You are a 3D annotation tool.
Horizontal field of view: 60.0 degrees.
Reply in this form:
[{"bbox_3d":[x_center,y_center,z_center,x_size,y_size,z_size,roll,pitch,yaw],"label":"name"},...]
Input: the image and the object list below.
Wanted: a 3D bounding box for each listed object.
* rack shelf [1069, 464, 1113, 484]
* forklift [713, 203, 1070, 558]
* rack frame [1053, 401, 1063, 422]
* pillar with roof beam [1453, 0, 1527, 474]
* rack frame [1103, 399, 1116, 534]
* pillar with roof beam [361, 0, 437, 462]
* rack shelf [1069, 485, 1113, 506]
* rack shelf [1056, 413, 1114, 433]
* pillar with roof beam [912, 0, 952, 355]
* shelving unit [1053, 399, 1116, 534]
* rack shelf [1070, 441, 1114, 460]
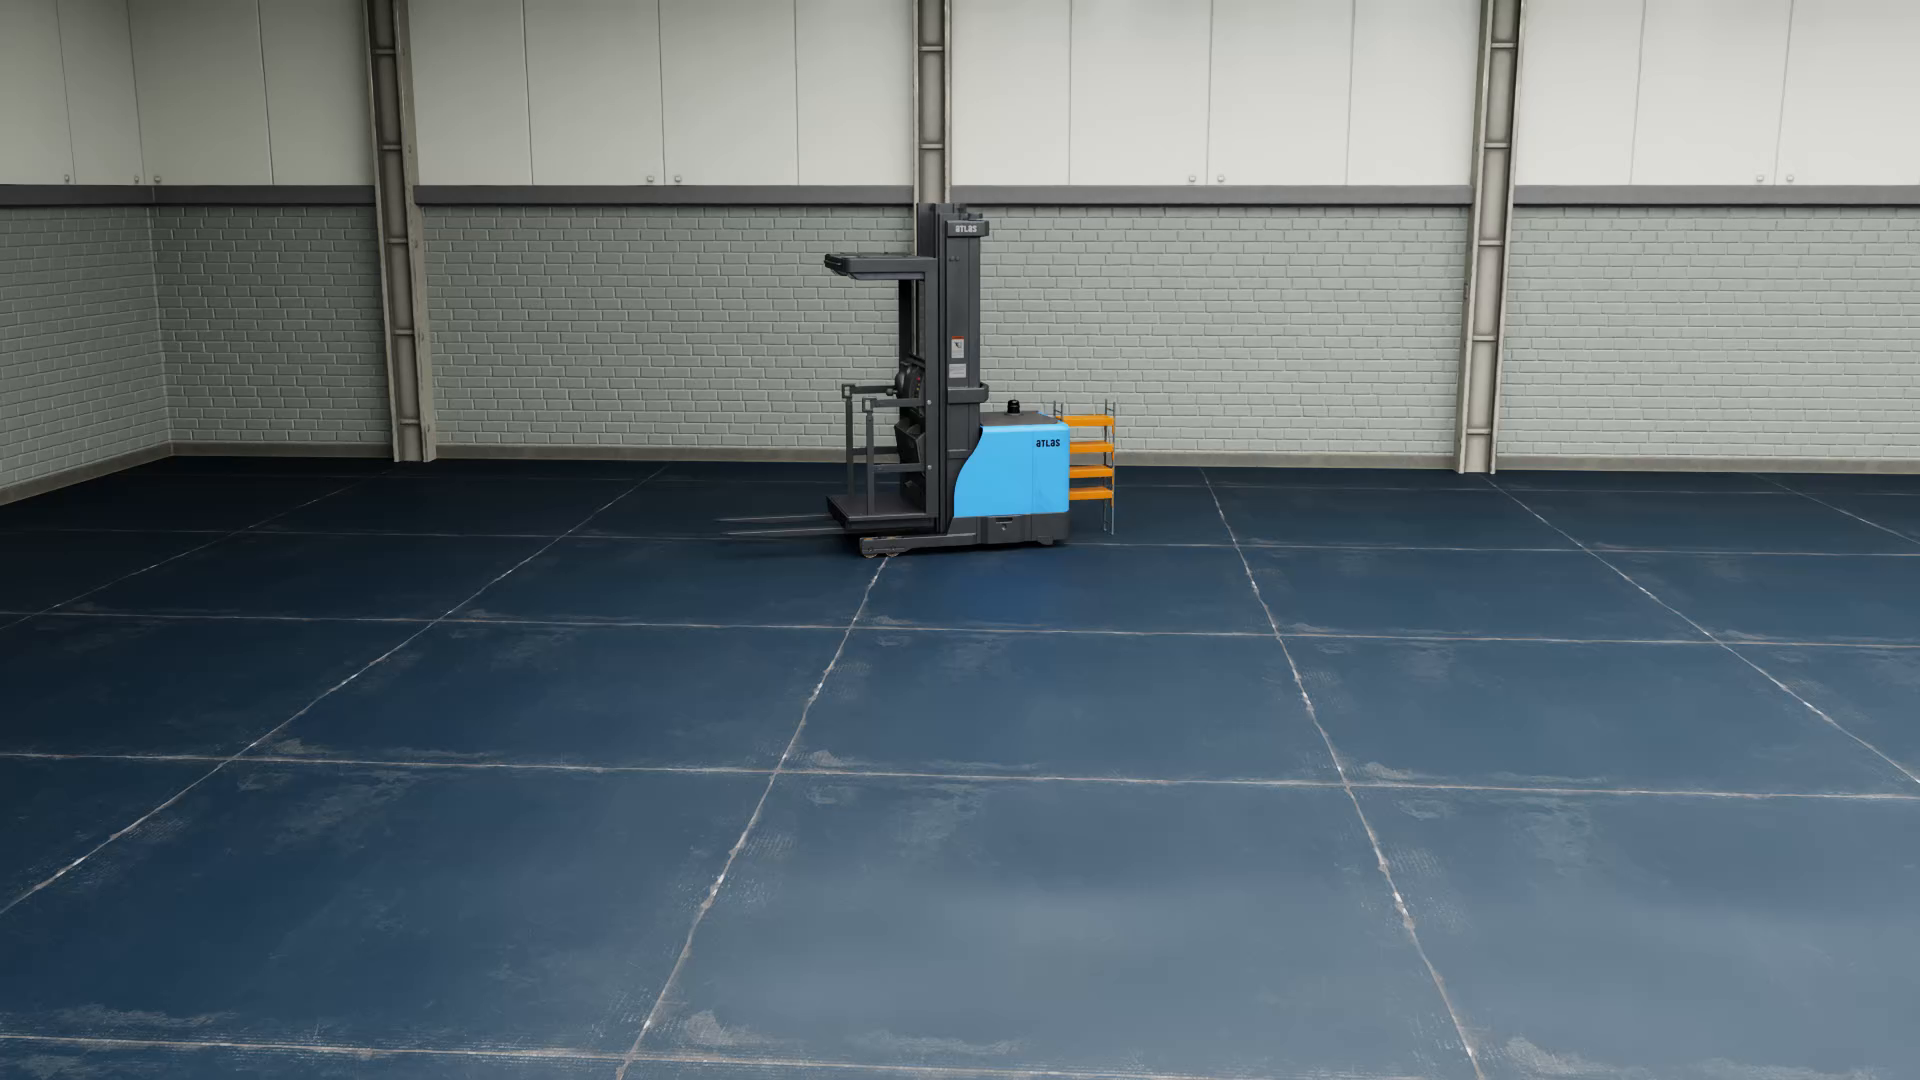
[{"bbox_3d":[1.110,-0.583,14.955,0.480,0.148,0.258,-3,12,-14],"label":"rack shelf"},{"bbox_3d":[-0.612,-1.404,14.321,3.031,2.935,1.130,-3,12,-13],"label":"forklift"},{"bbox_3d":[0.874,-0.637,14.881,0.015,1.200,0.240,-3,12,-14],"label":"rack frame"},{"bbox_3d":[5.402,-4.288,13.288,0.400,9.000,9.100,1,12,4],"label":"pillar with roof beam"},{"bbox_3d":[1.346,-0.662,15.002,0.015,1.200,0.240,-3,12,-14],"label":"rack frame"},{"bbox_3d":[-6.572,-4.452,14.073,0.400,9.000,9.100,1,12,4],"label":"pillar with roof beam"},{"bbox_3d":[1.110,-0.389,14.996,0.480,0.148,0.258,-3,12,-14],"label":"rack shelf"},{"bbox_3d":[1.110,-1.034,14.861,0.480,0.148,0.258,-3,12,-14],"label":"rack shelf"},{"bbox_3d":[-0.585,-4.370,13.681,0.400,9.000,9.100,1,12,4],"label":"pillar with roof beam"},{"bbox_3d":[1.110,-0.649,14.941,0.503,1.200,0.258,-3,12,-14],"label":"shelving unit"},{"bbox_3d":[1.110,-0.802,14.909,0.480,0.148,0.258,-3,12,-14],"label":"rack shelf"}]
